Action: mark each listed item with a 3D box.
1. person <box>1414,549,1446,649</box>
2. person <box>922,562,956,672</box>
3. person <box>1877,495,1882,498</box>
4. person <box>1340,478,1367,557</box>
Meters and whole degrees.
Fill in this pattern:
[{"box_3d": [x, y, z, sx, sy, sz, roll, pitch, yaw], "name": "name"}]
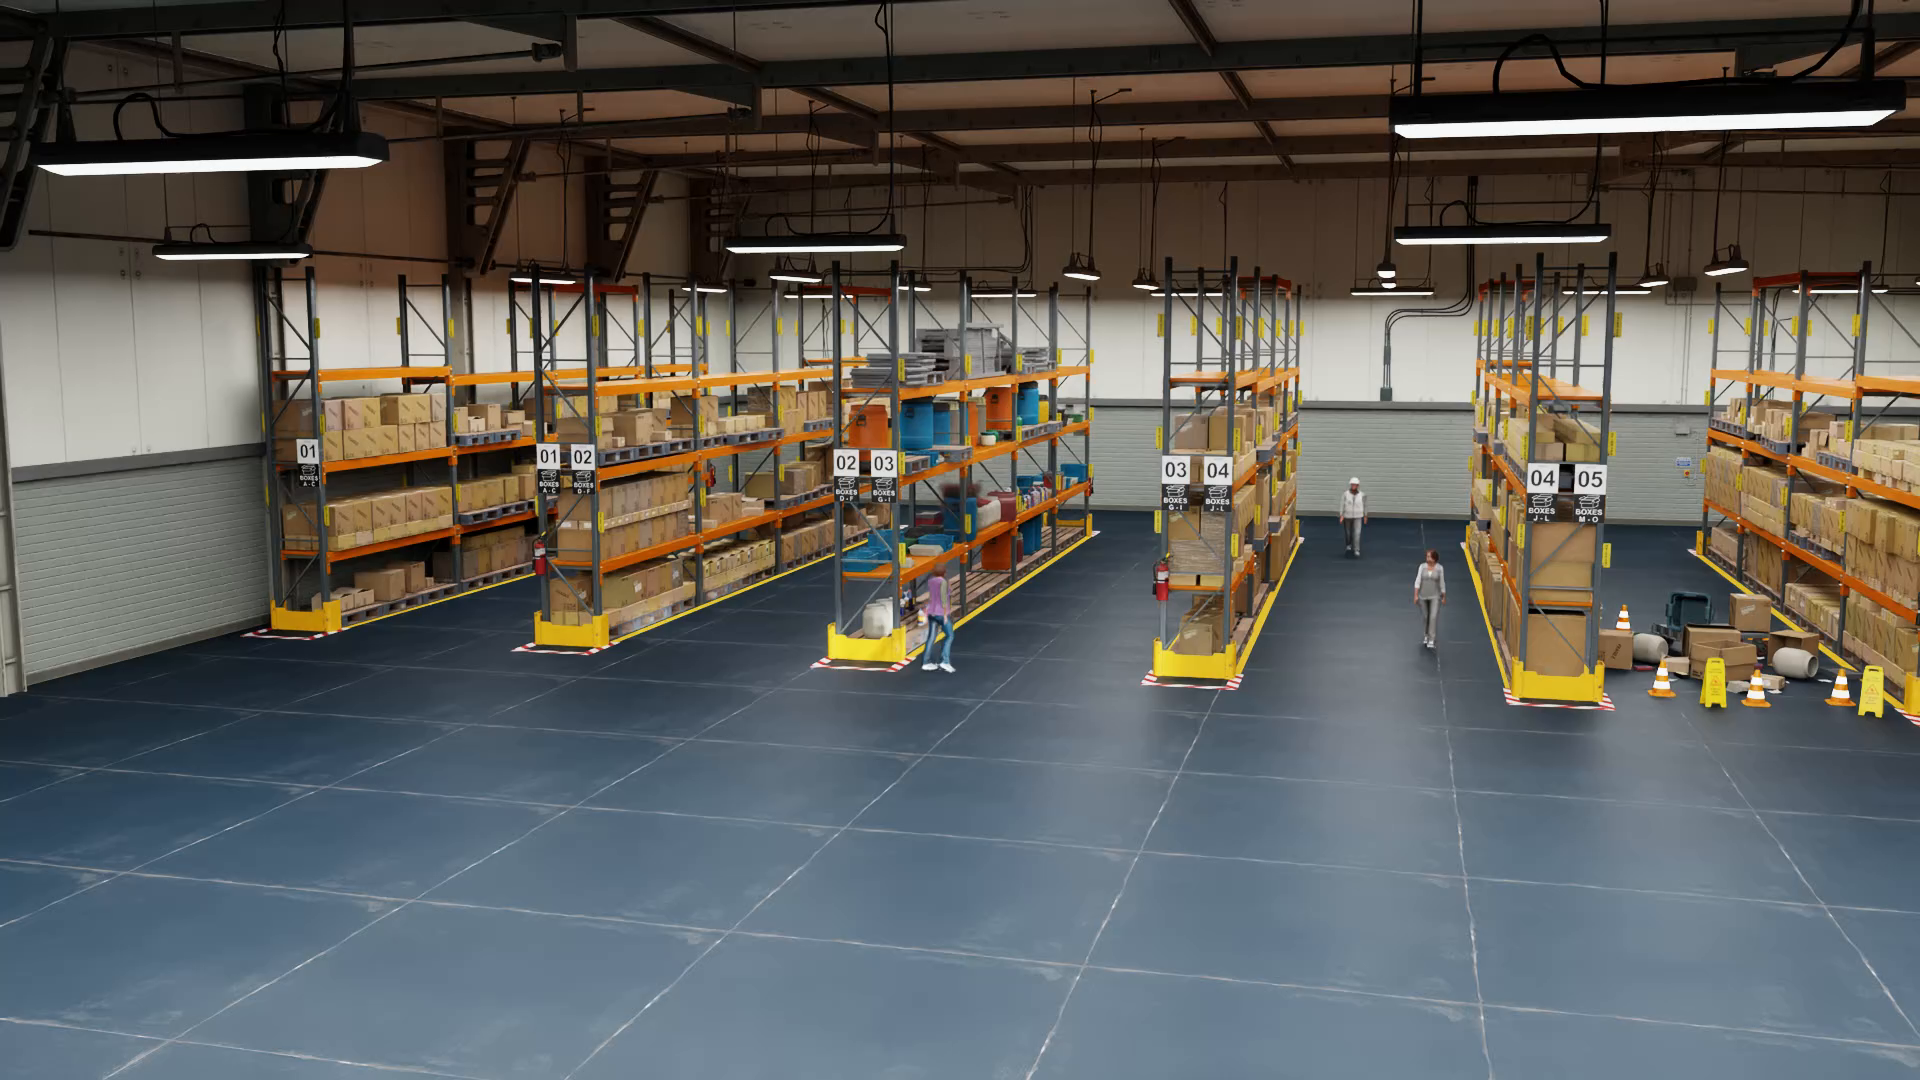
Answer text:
[{"box_3d": [7.357, 0.916, 26.105, 0.450, 1.545, 0.952, 4, 8, 27], "name": "person"}, {"box_3d": [-0.365, 1.142, 24.404, 0.501, 1.619, 0.486, -5, 9, -36], "name": "person"}, {"box_3d": [17.940, -0.015, 32.612, 0.609, 1.785, 0.463, -2, 7, -13], "name": "person"}, {"box_3d": [8.709, -0.523, 36.808, 0.602, 1.721, 1.084, 1, 7, 11], "name": "person"}]
